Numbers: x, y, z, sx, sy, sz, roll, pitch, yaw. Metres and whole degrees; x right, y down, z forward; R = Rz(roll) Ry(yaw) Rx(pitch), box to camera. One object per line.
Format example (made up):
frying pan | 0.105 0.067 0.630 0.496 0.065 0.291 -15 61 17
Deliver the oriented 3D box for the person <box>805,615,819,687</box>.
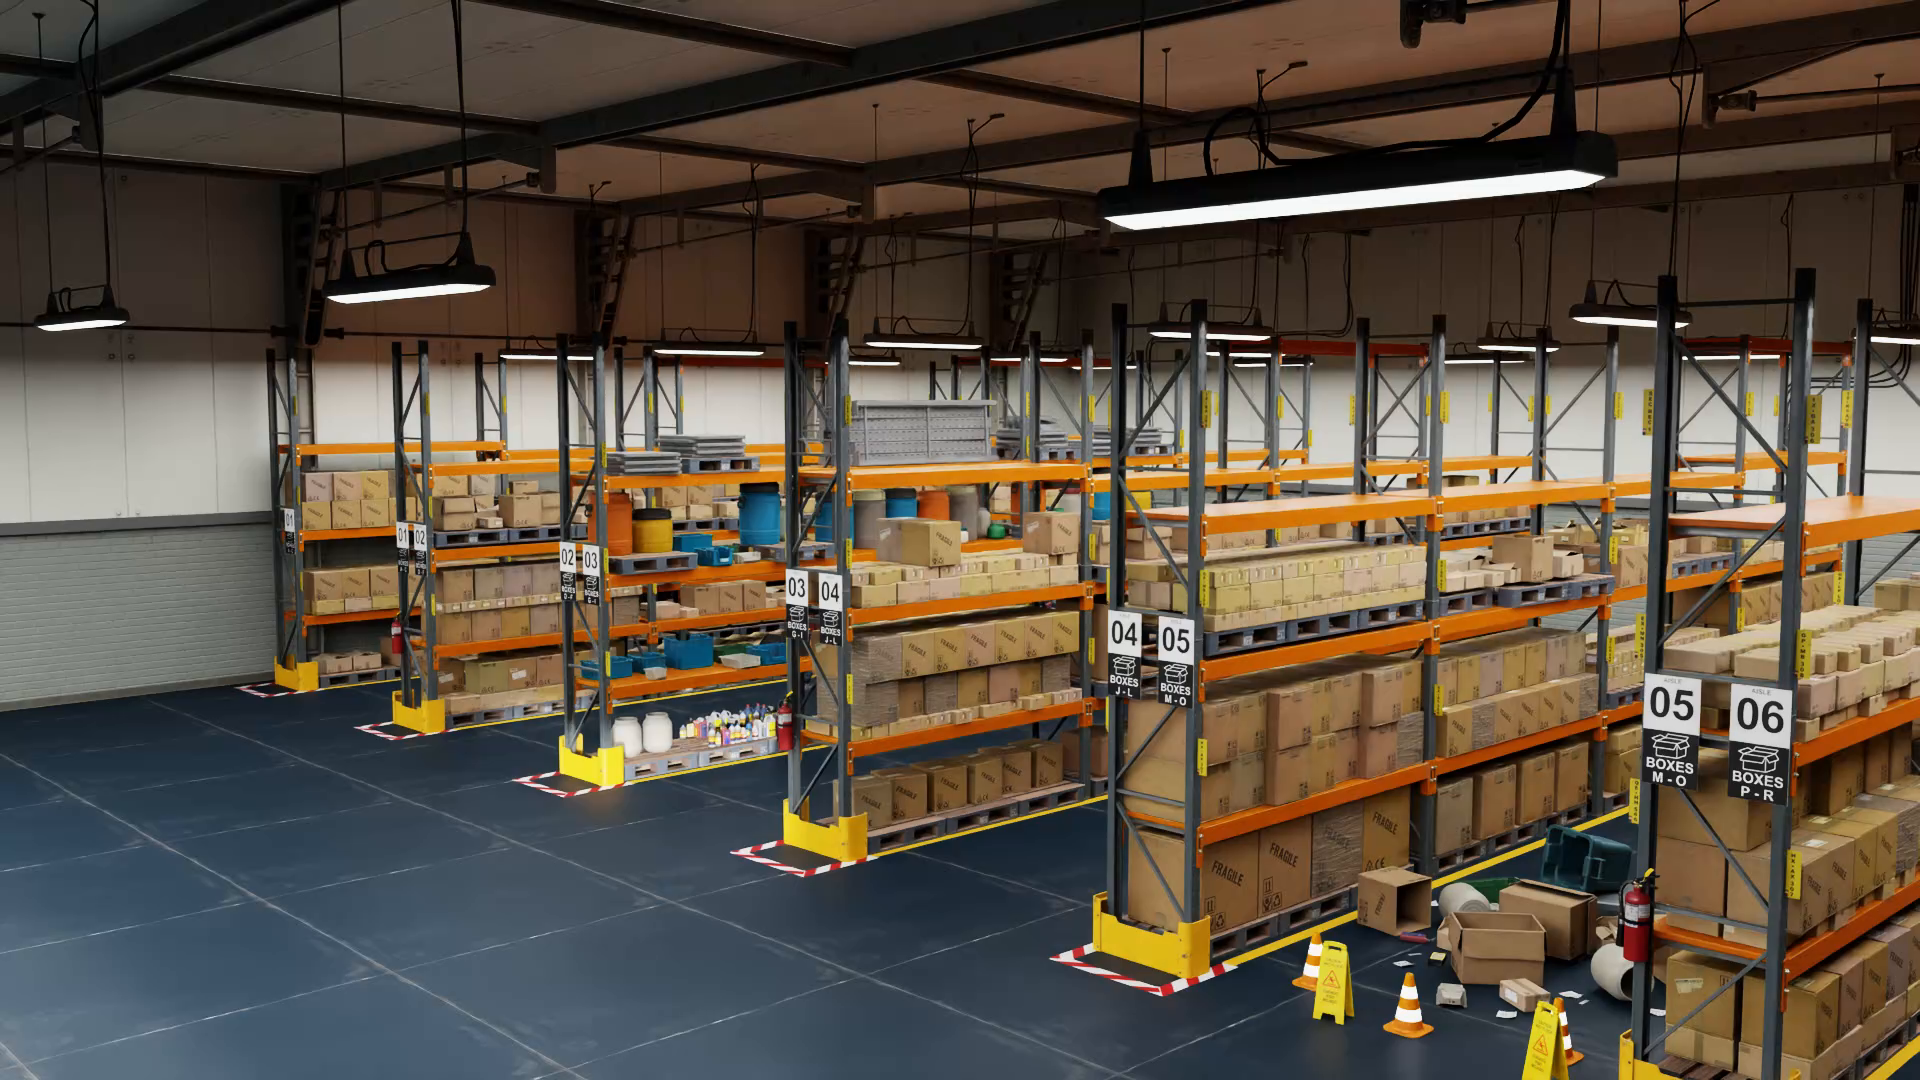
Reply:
person | -2.468 1.888 29.243 0.433 1.452 0.968 4 6 35

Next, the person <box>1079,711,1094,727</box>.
person | 1.901 2.259 24.312 0.459 1.714 0.595 4 7 41
